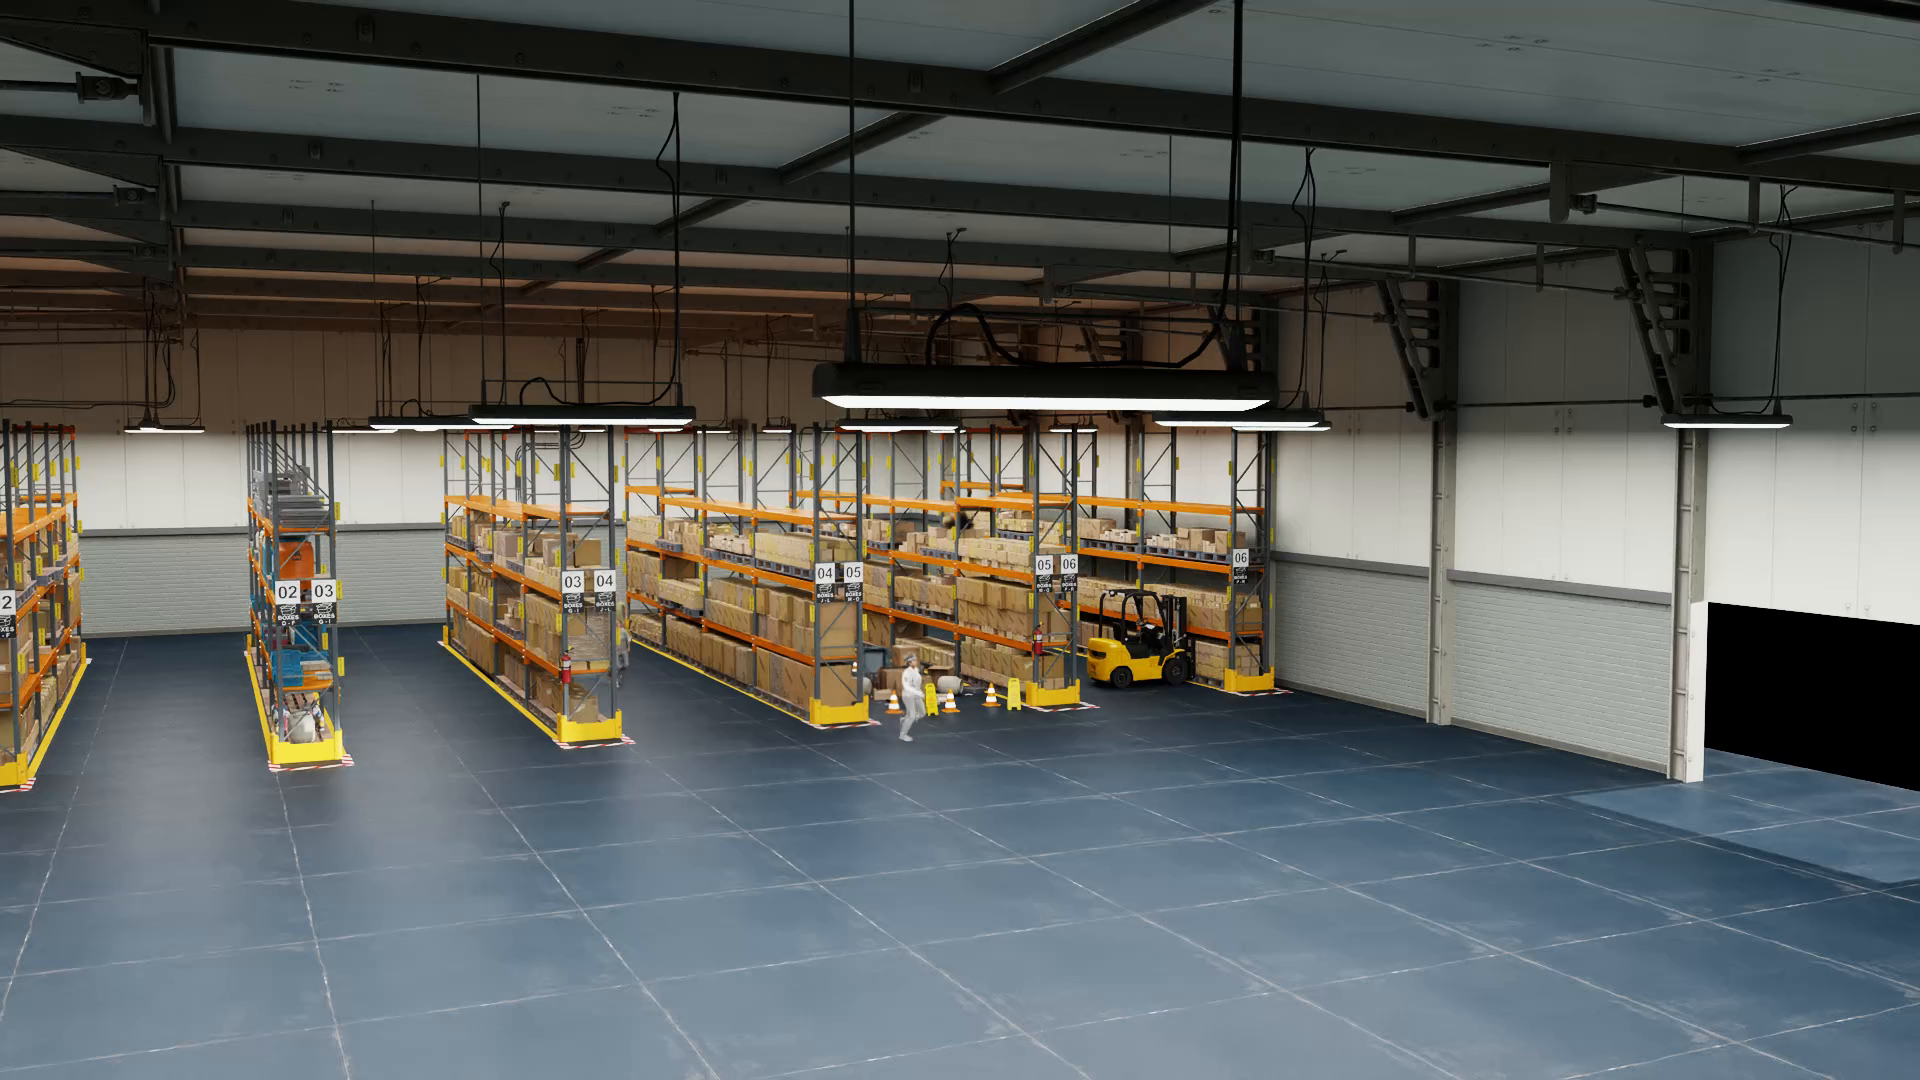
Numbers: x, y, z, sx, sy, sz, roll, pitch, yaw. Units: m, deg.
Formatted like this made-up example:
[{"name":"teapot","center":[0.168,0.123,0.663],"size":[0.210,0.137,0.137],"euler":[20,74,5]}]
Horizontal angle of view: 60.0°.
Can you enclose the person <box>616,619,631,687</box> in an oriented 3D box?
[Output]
[{"name":"person","center":[-7.731,2.591,37.884],"size":[0.568,1.537,0.644],"euler":[-2,4,-27]}]

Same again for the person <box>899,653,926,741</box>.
[{"name":"person","center":[-0.865,2.945,31.300],"size":[0.583,1.657,0.641],"euler":[2,4,29]}]

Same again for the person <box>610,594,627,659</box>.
[{"name":"person","center":[-8.879,2.196,43.048],"size":[0.580,1.674,0.956],"euler":[-1,4,-18]}]
